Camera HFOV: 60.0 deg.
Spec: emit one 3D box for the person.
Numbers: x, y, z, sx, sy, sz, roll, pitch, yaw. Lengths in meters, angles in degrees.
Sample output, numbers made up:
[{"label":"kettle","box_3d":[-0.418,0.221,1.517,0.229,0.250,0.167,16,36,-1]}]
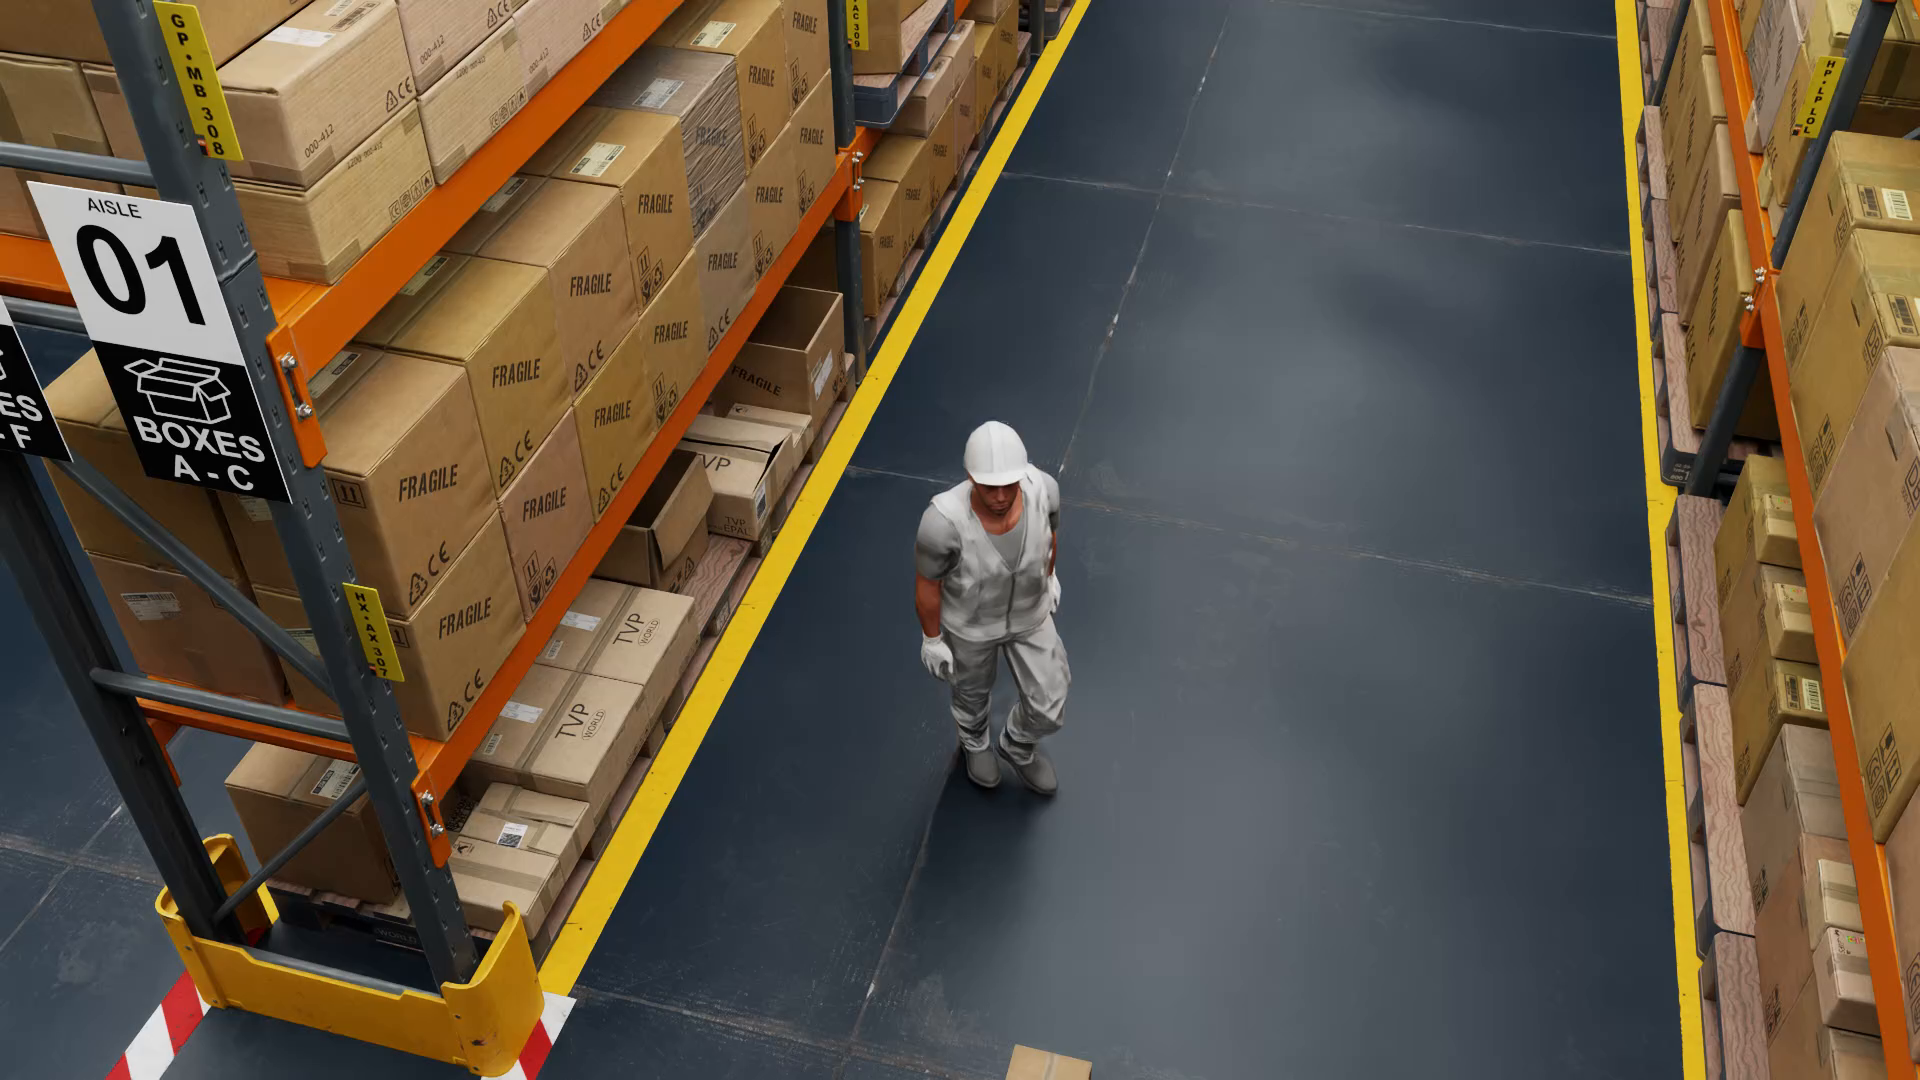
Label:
[{"label":"person","box_3d":[0.117,0.263,5.802,0.579,1.765,0.523,-12,42,-13]}]
